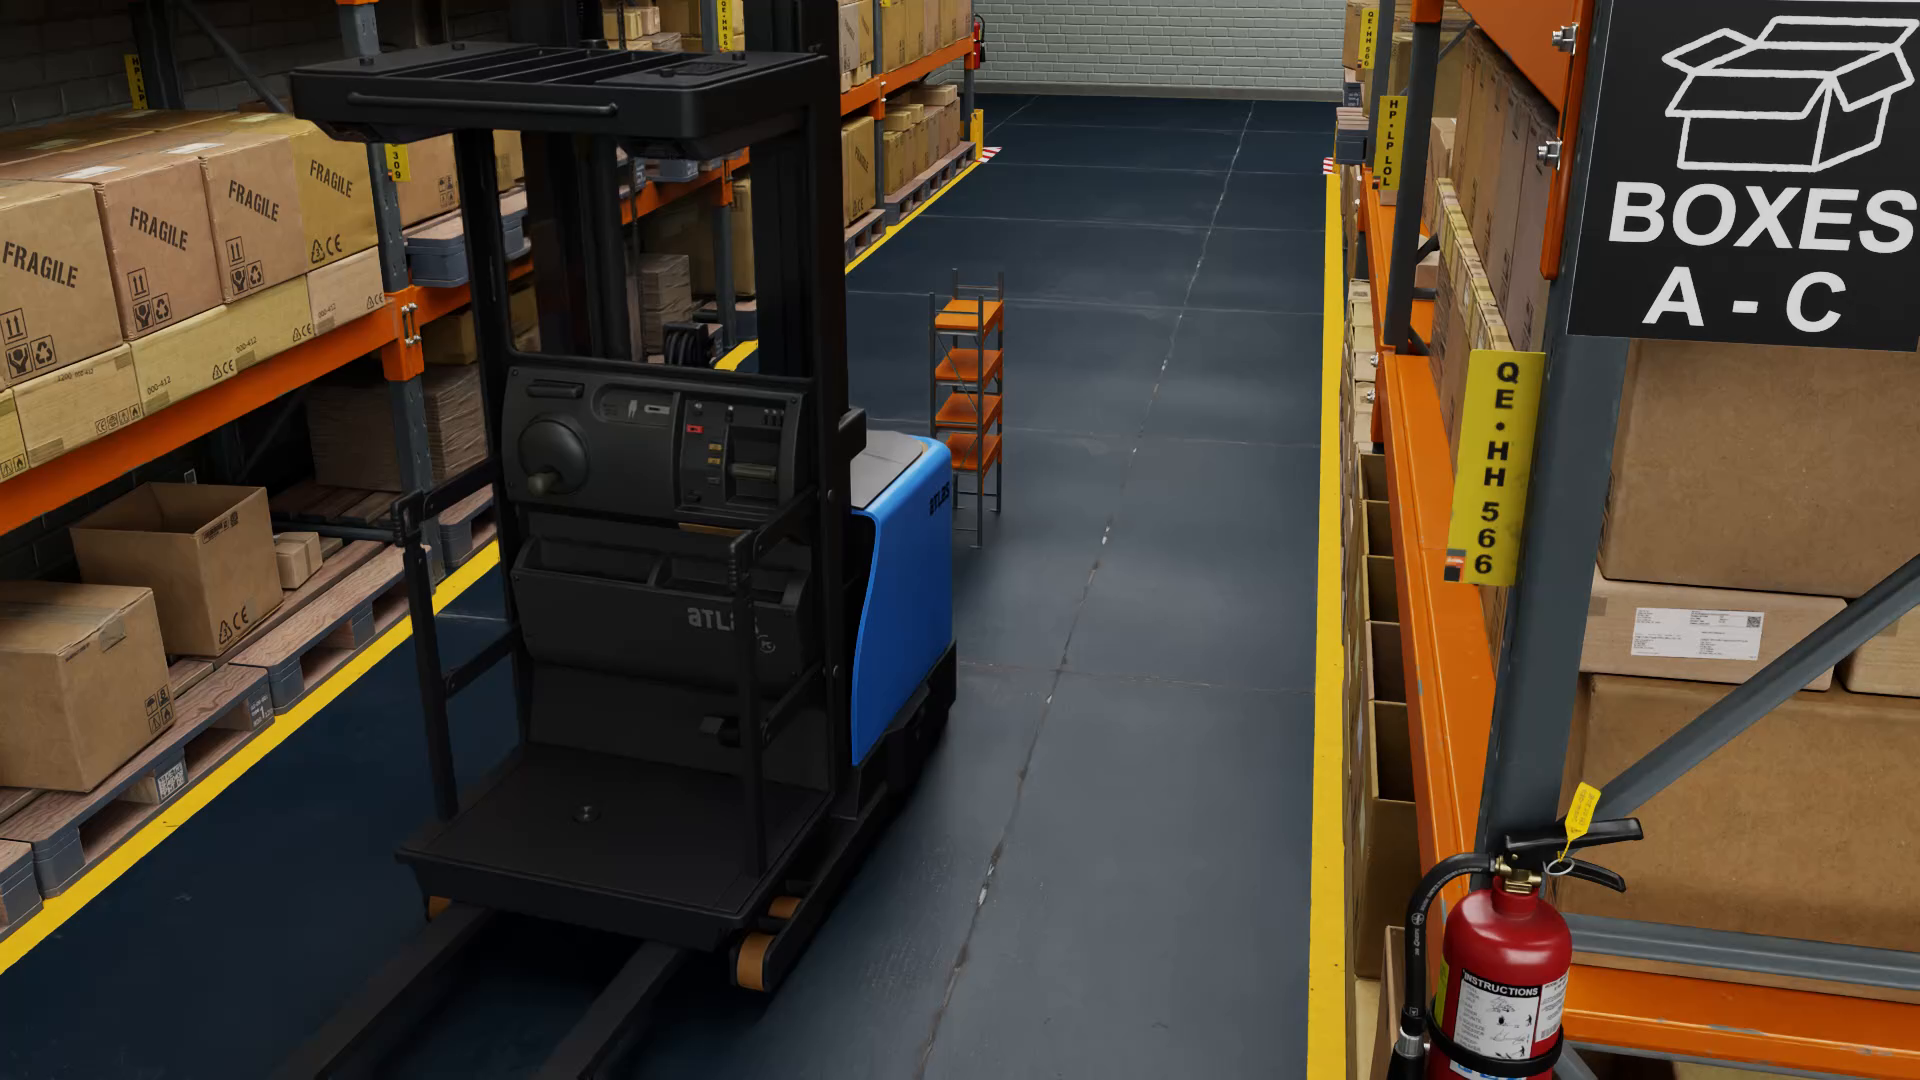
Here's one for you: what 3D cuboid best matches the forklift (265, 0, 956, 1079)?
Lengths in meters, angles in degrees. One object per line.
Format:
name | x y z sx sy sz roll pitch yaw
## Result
forklift | -0.950 -0.254 4.561 1.130 2.935 3.031 7 23 16

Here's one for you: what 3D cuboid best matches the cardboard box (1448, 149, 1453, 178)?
cardboard box | 2.333 -1.380 7.130 0.500 0.500 0.500 6 23 15

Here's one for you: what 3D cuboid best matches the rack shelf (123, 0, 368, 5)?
rack shelf | -3.206 -1.563 4.668 1.077 0.370 4.000 4 22 11

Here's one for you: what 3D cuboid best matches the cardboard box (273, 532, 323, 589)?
cardboard box | -2.877 0.071 6.866 0.380 0.166 0.250 2 22 4

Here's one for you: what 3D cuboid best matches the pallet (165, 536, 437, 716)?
pallet | -2.900 0.305 6.815 1.003 0.211 1.213 4 22 11

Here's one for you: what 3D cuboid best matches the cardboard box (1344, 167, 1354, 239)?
cardboard box | 3.348 -2.673 13.232 0.500 0.500 0.500 3 22 8

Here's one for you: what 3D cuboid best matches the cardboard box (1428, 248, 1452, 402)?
cardboard box | 1.968 -0.744 5.553 0.700 0.500 0.500 4 22 10

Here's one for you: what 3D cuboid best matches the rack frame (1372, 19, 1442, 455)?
rack frame | 2.053 -0.861 5.976 1.000 3.000 0.127 4 22 11

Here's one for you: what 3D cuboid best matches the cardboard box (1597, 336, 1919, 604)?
cardboard box | 1.355 -0.235 2.552 0.700 0.500 0.500 5 22 11

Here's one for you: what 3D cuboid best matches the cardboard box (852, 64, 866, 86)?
cardboard box | -0.985 -3.816 13.624 0.380 0.149 0.250 5 22 12

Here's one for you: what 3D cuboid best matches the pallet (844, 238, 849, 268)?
pallet | -1.496 -2.134 12.870 1.003 0.211 1.213 4 22 11

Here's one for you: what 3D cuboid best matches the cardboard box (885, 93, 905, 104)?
cardboard box | -0.769 -4.389 16.653 0.380 0.149 0.250 5 22 12

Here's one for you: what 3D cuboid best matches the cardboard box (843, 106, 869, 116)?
cardboard box | -0.977 -4.016 15.726 0.380 0.149 0.250 4 22 9

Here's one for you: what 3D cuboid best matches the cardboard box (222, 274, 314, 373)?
cardboard box | -2.707 -0.799 5.996 0.500 0.250 0.500 5 22 11

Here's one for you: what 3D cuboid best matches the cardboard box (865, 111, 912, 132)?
cardboard box | -0.664 -3.876 15.378 0.380 0.149 0.250 5 23 13

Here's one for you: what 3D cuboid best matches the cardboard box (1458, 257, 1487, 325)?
cardboard box | 1.549 -0.653 4.458 0.380 0.149 0.250 4 22 9

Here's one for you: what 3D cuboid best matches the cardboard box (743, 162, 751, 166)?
cardboard box | -1.518 -2.476 12.303 0.750 0.750 0.750 4 22 11

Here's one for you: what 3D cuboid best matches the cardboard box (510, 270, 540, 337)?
cardboard box | -2.475 -1.252 8.700 0.500 0.250 0.500 4 22 9

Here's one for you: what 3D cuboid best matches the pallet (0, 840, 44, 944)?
pallet | -3.398 1.197 4.599 1.003 0.211 1.213 4 22 11

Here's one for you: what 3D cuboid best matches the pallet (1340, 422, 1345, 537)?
pallet | 2.412 -0.287 8.284 1.003 0.211 1.213 4 22 11

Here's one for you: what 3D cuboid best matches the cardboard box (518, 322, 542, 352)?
cardboard box | -2.464 -0.928 8.901 0.700 0.500 0.500 5 22 12

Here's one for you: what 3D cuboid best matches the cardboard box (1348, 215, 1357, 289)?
cardboard box | 2.936 -1.918 11.357 0.500 0.500 0.500 4 22 9

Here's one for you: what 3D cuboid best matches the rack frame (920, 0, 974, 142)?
rack frame | -0.349 -5.626 17.807 1.000 3.000 0.127 4 22 11

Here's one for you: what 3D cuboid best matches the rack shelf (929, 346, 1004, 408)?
rack shelf | 0.034 -0.762 7.721 0.258 0.148 0.480 4 22 11

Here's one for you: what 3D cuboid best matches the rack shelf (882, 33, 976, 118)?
rack shelf | -0.757 -4.561 16.125 1.077 0.370 4.000 4 22 11

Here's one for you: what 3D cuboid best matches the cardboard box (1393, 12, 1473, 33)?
cardboard box | 3.385 -3.377 11.527 0.700 0.500 0.500 -1 22 -3

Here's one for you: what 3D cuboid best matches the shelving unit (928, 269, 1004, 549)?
shelving unit | 0.034 -0.617 7.780 0.258 1.200 0.503 4 22 11

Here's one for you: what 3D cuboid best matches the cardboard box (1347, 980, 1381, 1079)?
cardboard box | 1.147 1.280 3.778 0.500 0.250 0.500 4 22 11

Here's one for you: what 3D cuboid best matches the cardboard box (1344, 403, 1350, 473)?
cardboard box | 2.168 -0.512 8.228 0.500 0.250 0.500 5 22 12

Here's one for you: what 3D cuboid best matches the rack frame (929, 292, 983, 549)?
rack frame | -0.016 -0.528 7.558 0.240 1.200 0.015 4 22 11

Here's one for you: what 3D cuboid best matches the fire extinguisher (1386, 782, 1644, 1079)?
fire extinguisher | 0.758 0.646 2.339 0.296 0.674 0.183 4 22 11

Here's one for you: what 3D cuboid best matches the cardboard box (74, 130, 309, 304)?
cardboard box | -2.687 -1.145 5.852 0.500 0.500 0.500 4 22 11

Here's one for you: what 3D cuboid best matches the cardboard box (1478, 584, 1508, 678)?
cardboard box | 1.554 0.012 3.674 0.700 0.500 0.500 5 22 11

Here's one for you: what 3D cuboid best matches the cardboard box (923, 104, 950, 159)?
cardboard box | -0.496 -4.214 17.087 0.700 0.500 0.500 4 22 11

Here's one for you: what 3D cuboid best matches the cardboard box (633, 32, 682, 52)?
cardboard box | -2.067 -2.778 10.013 0.700 0.500 0.500 2 22 5

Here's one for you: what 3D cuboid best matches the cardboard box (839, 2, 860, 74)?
cardboard box | -1.107 -3.981 13.165 0.500 0.500 0.500 5 22 11

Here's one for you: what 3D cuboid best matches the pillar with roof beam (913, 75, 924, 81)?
pillar with roof beam | 3.570 -9.134 18.487 9.100 9.000 0.400 4 22 11

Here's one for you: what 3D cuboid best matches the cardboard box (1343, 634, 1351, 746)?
cardboard box | 1.554 0.549 5.594 0.500 0.250 0.500 4 22 11

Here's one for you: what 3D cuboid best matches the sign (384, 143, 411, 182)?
sign | -2.265 -1.600 6.653 0.100 0.325 0.005 4 22 11

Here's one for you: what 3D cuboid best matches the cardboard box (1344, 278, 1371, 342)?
cardboard box | 2.475 -1.334 9.519 0.500 0.311 0.500 5 23 13

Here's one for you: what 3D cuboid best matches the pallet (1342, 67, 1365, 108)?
pallet | 3.415 -3.414 12.571 1.003 0.211 1.213 4 22 11

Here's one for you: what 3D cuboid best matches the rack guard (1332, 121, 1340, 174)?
rack guard | 4.486 -4.062 17.271 1.175 0.500 0.348 4 22 11

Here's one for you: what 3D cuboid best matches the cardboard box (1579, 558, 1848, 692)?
cardboard box | 1.128 0.100 2.587 0.380 0.149 0.250 4 22 10

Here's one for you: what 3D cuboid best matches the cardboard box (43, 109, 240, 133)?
cardboard box | -3.098 -1.369 6.407 0.500 0.500 0.500 4 22 10

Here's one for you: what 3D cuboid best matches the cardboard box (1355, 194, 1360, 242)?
cardboard box | 2.837 -2.097 10.799 0.500 0.250 0.500 5 23 13

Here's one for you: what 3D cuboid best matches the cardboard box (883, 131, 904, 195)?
cardboard box | -0.912 -3.464 15.223 0.700 0.500 0.500 5 22 12

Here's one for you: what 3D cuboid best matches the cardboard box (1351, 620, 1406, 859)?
cardboard box | 1.348 0.566 4.547 0.500 0.500 0.500 4 22 11

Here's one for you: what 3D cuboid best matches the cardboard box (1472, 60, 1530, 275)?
cardboard box | 1.764 -0.978 4.397 0.700 0.500 0.500 4 22 11

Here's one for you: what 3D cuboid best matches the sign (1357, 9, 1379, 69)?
sign | 2.336 -2.862 9.501 0.100 0.325 0.005 4 22 11

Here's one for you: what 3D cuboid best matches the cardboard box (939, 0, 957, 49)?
cardboard box | -0.581 -5.311 16.623 0.980 0.700 0.700 4 22 10

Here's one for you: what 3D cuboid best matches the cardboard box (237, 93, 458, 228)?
cardboard box | -2.660 -1.671 7.265 0.700 0.500 0.500 5 22 11

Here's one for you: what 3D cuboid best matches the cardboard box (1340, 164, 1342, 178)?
cardboard box | 3.909 -3.635 15.956 0.500 0.250 0.500 4 22 11

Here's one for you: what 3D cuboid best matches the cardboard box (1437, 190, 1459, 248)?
cardboard box | 1.757 -1.033 5.401 0.380 0.149 0.250 5 22 12

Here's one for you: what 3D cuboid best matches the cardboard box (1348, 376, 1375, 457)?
cardboard box | 2.059 -0.583 7.655 0.500 0.311 0.500 4 22 11
